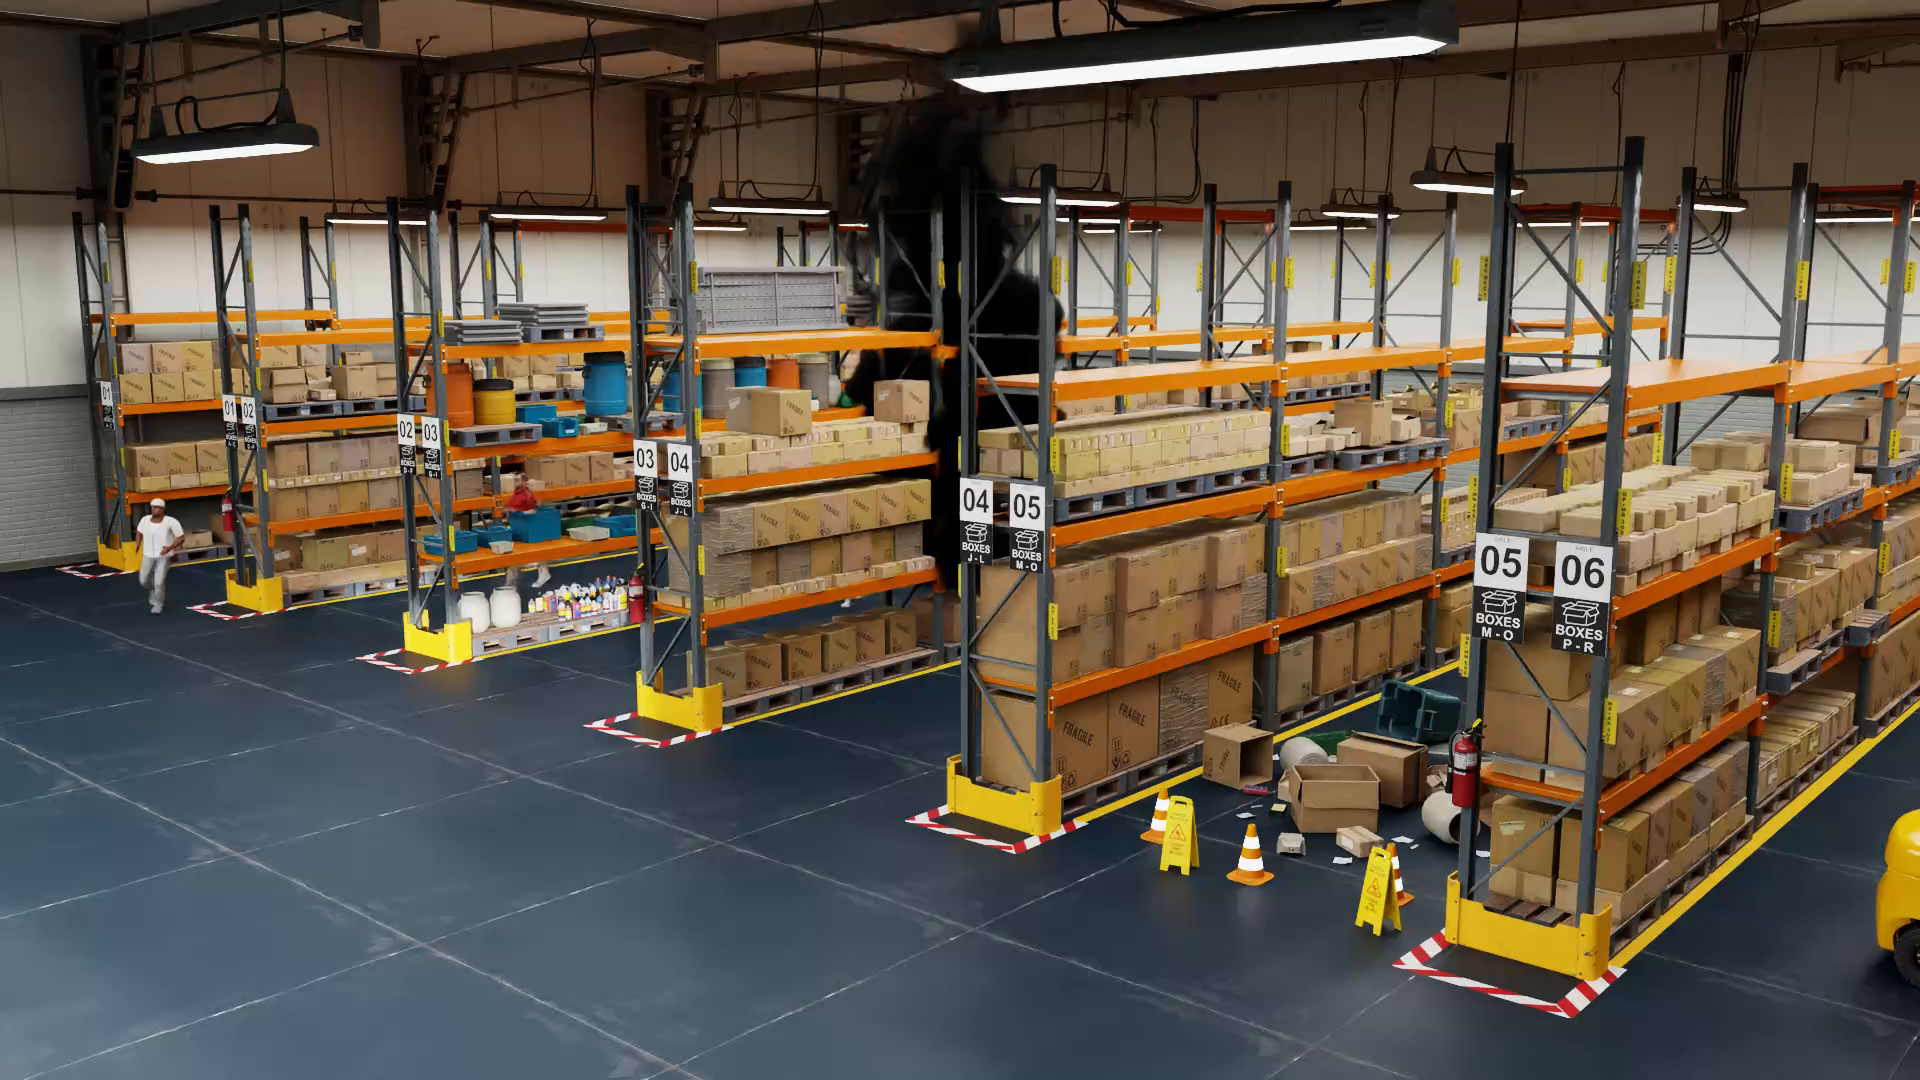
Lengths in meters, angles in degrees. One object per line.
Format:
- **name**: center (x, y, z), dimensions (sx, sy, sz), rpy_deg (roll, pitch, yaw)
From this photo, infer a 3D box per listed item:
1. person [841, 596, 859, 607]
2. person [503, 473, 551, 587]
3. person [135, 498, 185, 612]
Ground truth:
- **person**: center (-1.541, 0.129, 23.855), dimensions (0.550, 1.632, 0.544), rpy_deg (5, 11, 29)
- **person**: center (-6.548, -0.111, 24.991), dimensions (0.648, 1.809, 0.797), rpy_deg (8, 12, 39)
- **person**: center (-11.921, 0.223, 24.768), dimensions (0.717, 1.713, 0.546), rpy_deg (0, 9, -2)
